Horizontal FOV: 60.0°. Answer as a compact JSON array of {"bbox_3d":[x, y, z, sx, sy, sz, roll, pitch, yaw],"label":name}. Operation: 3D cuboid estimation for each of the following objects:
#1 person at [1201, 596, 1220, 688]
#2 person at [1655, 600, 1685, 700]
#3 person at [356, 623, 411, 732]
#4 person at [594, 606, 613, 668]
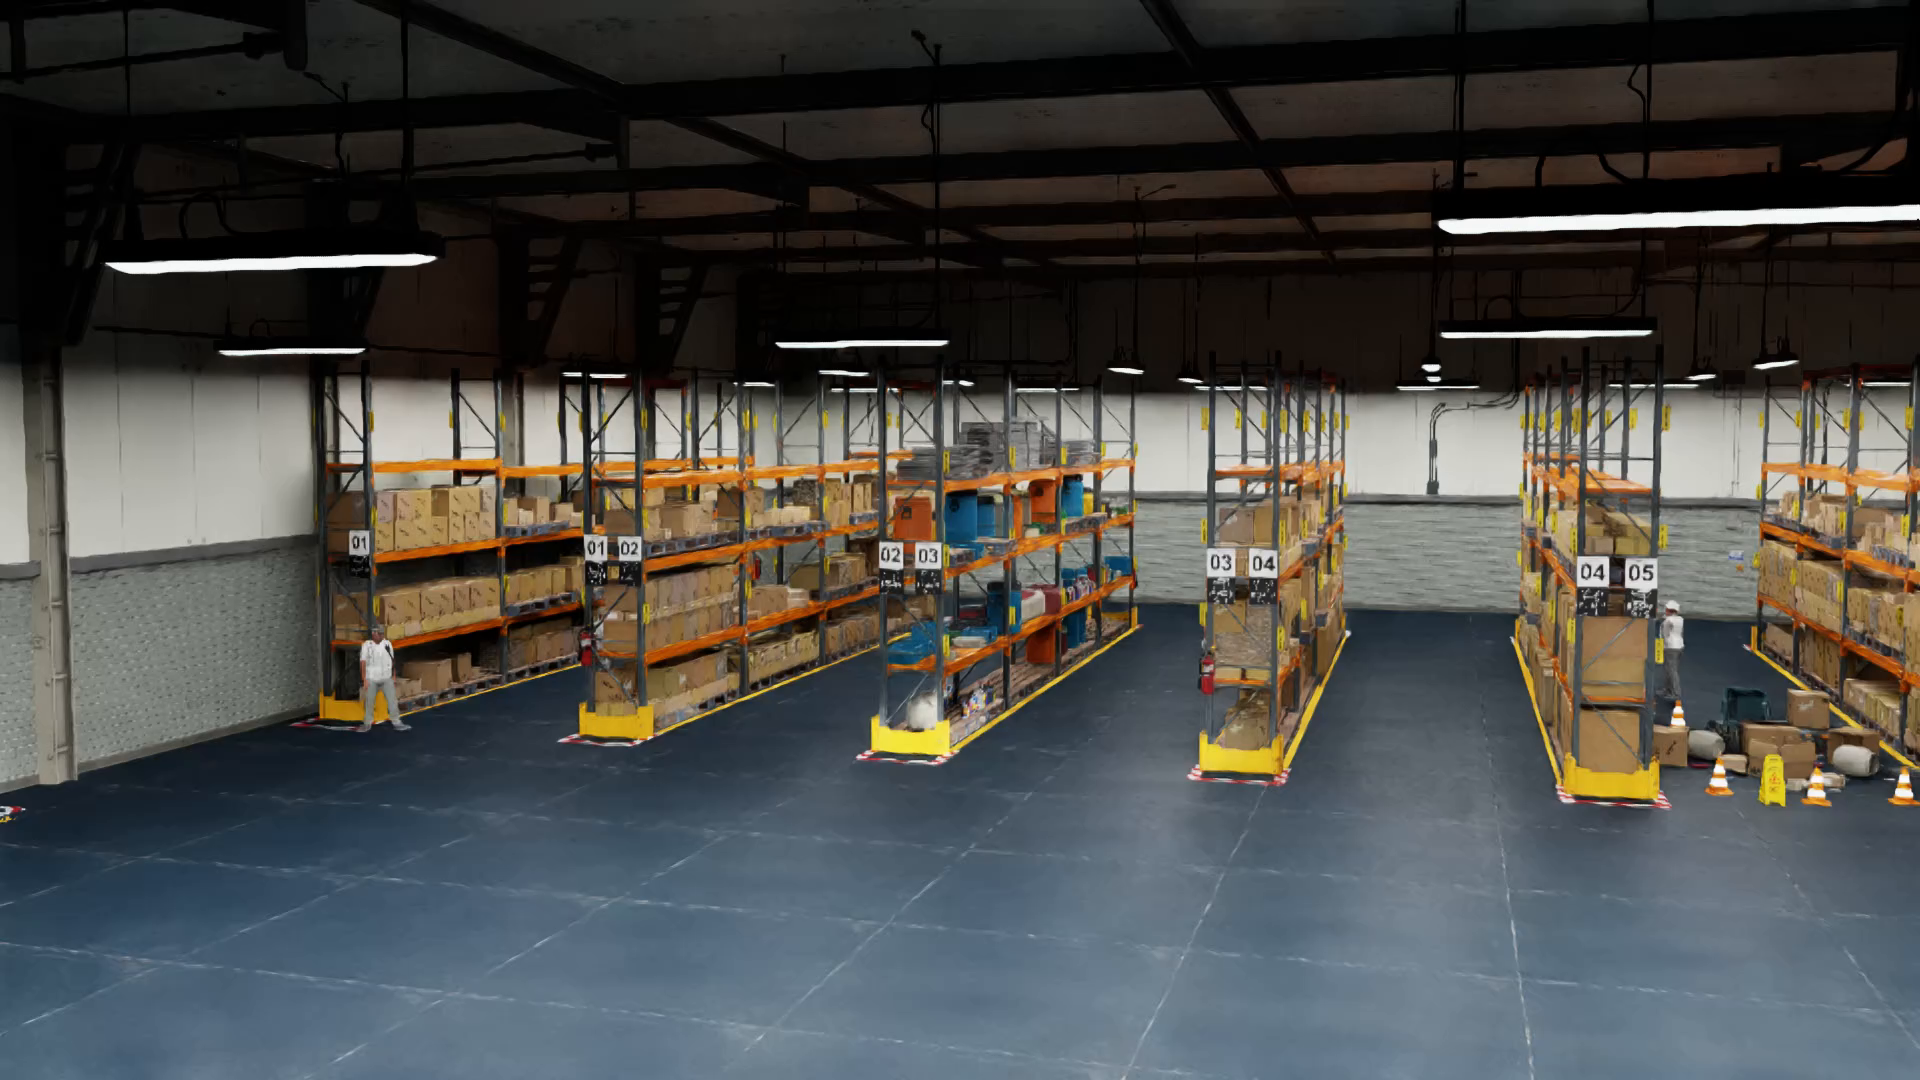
[{"bbox_3d":[4.718,1.858,31.296,0.550,1.787,0.628,3,5,34],"label":"person"},{"bbox_3d":[12.801,1.960,29.997,0.626,1.768,0.576,-4,5,-42],"label":"person"},{"bbox_3d":[-9.308,2.204,26.747,0.769,1.753,0.586,-3,5,-36],"label":"person"},{"bbox_3d":[-6.559,1.995,30.713,0.455,1.588,1.089,1,4,14],"label":"person"}]
